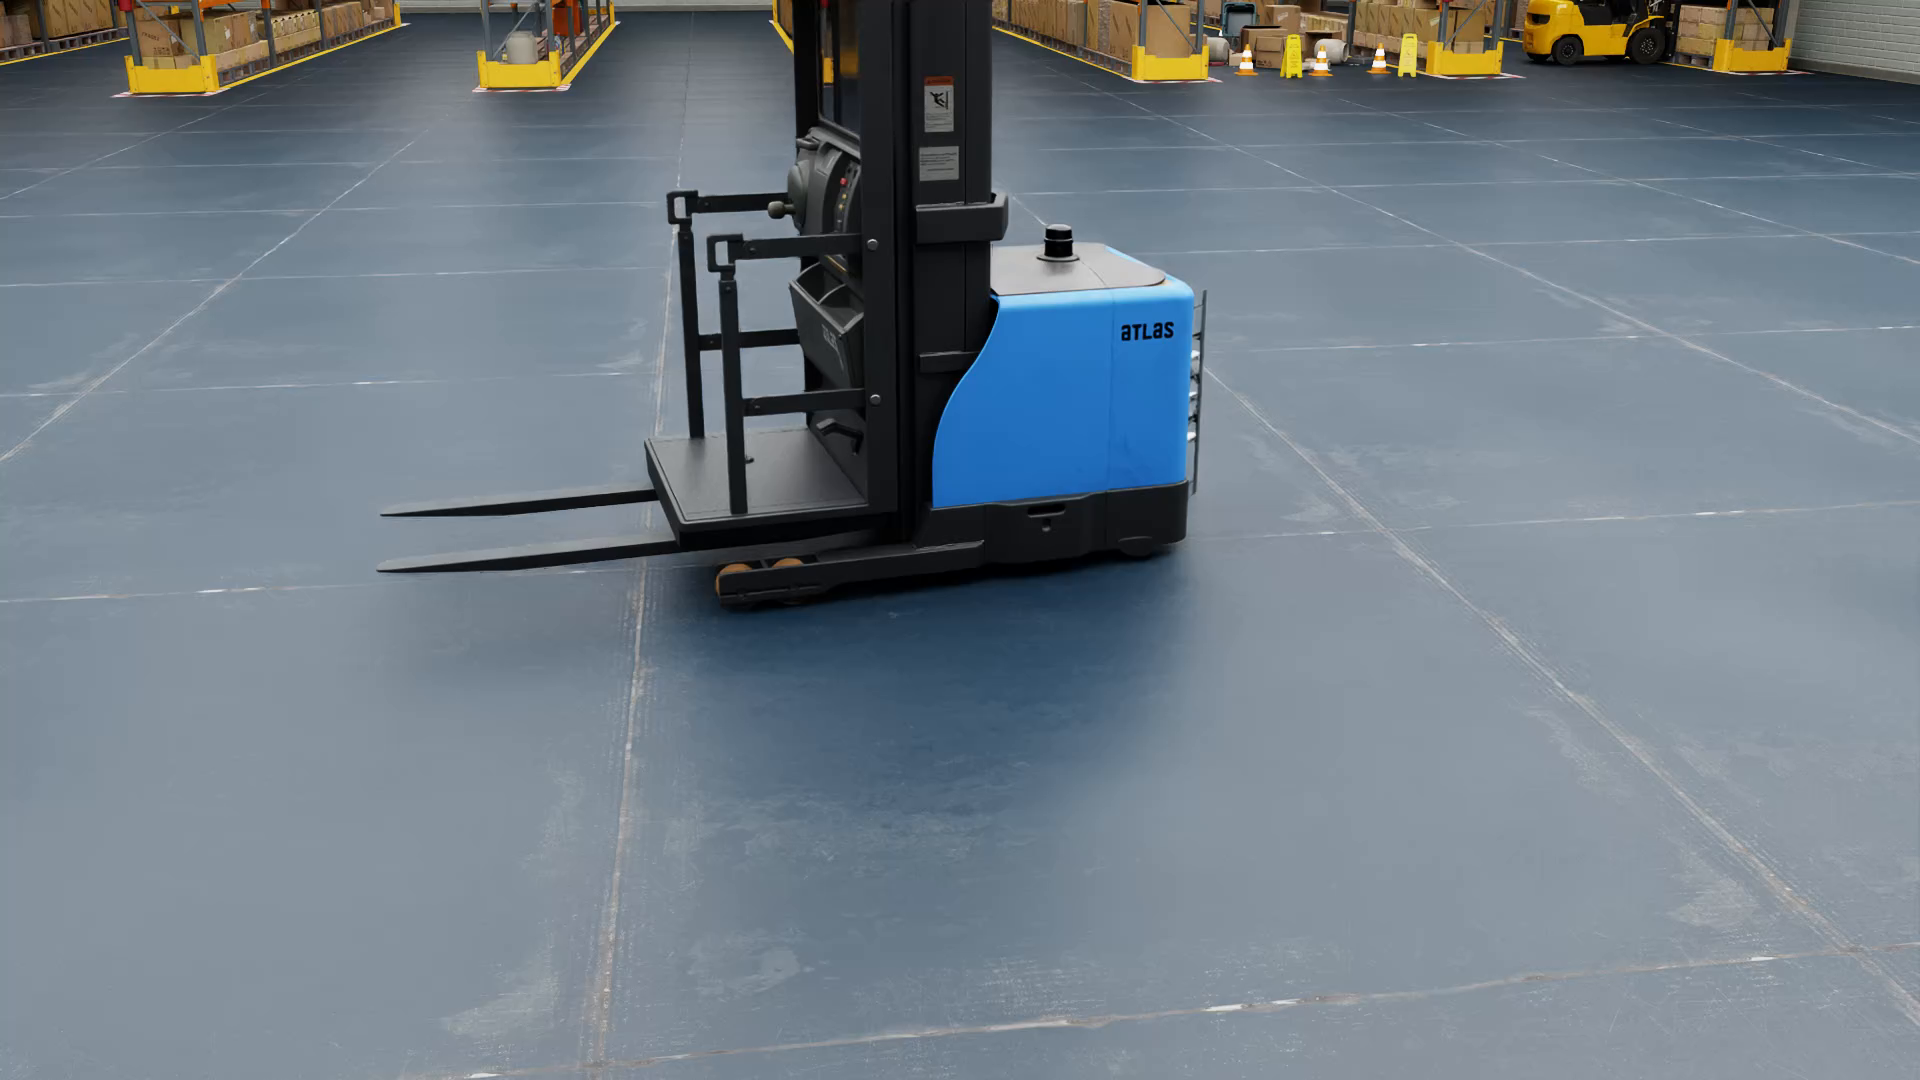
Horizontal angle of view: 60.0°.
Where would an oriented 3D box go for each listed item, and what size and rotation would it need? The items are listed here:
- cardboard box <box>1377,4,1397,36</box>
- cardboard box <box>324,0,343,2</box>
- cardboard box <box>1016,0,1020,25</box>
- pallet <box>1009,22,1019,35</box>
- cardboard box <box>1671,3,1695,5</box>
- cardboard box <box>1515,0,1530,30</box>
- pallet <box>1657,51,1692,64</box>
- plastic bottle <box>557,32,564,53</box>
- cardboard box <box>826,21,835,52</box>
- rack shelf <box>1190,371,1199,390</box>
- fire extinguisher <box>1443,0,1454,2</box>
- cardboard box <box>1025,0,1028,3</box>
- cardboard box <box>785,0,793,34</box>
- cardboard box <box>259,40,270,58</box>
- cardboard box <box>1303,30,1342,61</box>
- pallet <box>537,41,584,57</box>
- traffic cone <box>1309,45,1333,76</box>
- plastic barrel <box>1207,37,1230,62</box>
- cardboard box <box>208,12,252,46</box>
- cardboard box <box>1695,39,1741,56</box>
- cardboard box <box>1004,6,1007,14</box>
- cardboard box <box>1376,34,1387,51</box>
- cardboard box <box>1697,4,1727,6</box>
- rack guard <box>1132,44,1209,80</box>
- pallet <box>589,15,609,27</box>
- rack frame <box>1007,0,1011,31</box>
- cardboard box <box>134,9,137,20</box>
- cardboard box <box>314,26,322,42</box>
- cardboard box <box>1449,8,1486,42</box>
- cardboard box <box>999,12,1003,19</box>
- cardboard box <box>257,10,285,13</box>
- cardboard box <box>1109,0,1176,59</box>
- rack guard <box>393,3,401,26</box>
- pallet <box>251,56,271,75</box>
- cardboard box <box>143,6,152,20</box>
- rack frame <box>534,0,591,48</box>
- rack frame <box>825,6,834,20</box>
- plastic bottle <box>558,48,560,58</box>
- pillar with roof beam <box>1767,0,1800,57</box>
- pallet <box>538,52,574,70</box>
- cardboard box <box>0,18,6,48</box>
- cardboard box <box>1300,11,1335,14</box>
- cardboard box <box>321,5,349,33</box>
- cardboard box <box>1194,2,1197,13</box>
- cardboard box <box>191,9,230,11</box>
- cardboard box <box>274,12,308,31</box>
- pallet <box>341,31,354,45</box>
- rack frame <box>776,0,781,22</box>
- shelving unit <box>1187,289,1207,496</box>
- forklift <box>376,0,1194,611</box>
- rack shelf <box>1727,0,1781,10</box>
[{"bbox_3d":[7.577,-9.014,28.822,0.500,0.500,0.500,-2,21,-5],"label":"cardboard box"},{"bbox_3d":[-13.528,-11.327,35.699,0.500,0.500,0.500,-3,21,-8],"label":"cardboard box"},{"bbox_3d":[1.483,-11.395,35.912,0.500,0.500,0.500,-2,21,-5],"label":"cardboard box"},{"bbox_3d":[1.674,-11.246,36.525,1.003,0.211,1.213,-3,21,-8],"label":"pallet"},{"bbox_3d":[12.483,-9.251,29.098,0.500,0.250,0.500,-3,21,-9],"label":"cardboard box"},{"bbox_3d":[12.009,-10.841,34.249,0.875,0.625,0.625,-2,21,-6],"label":"cardboard box"},{"bbox_3d":[12.761,-8.581,29.390,1.003,0.211,1.213,-3,21,-8],"label":"pallet"},{"bbox_3d":[-6.732,-8.344,27.926,0.144,0.351,0.185,-3,21,-9],"label":"plastic bottle"},{"bbox_3d":[-2.101,-8.524,28.225,0.500,0.500,0.500,4,21,9],"label":"cardboard box"},{"bbox_3d":[0.873,-0.670,7.063,0.200,0.077,0.258,17,27,39],"label":"rack shelf"},{"bbox_3d":[7.735,-8.853,26.242,0.296,0.674,0.183,-3,21,-8],"label":"fire extinguisher"},{"bbox_3d":[1.638,-11.389,34.822,0.500,0.250,0.500,-2,21,-6],"label":"cardboard box"},{"bbox_3d":[-2.864,-10.663,33.416,1.225,0.875,0.875,-4,21,-10],"label":"cardboard box"},{"bbox_3d":[-11.729,-8.098,27.440,0.500,0.250,0.500,-3,21,-8],"label":"cardboard box"},{"bbox_3d":[6.406,-8.727,29.365,0.500,0.500,0.500,12,24,29],"label":"cardboard box"},{"bbox_3d":[-7.441,-8.974,30.442,1.003,0.211,1.213,-3,21,-8],"label":"pallet"},{"bbox_3d":[5.786,-7.674,26.600,0.336,0.463,0.334,-3,21,-8],"label":"traffic cone"},{"bbox_3d":[4.395,-8.530,28.949,0.512,0.421,0.421,12,24,30],"label":"plastic barrel"},{"bbox_3d":[-11.593,-8.102,26.380,0.500,0.500,0.500,-3,21,-8],"label":"cardboard box"},{"bbox_3d":[12.705,-8.259,27.871,0.500,0.250,0.500,-3,21,-7],"label":"cardboard box"},{"bbox_3d":[1.201,-11.916,37.381,0.380,0.149,0.250,-3,21,-7],"label":"cardboard box"},{"bbox_3d":[7.583,-8.660,28.944,0.500,0.250,0.500,-3,21,-8],"label":"cardboard box"},{"bbox_3d":[13.066,-9.103,28.702,0.500,0.250,0.500,-3,21,-8],"label":"cardboard box"},{"bbox_3d":[3.294,-7.488,26.050,1.175,0.500,0.348,-3,21,-8],"label":"rack guard"},{"bbox_3d":[-8.759,-12.148,38.940,1.003,0.211,1.213,-3,21,-8],"label":"pallet"},{"bbox_3d":[1.561,-12.822,36.759,1.000,3.000,0.127,-3,21,-8],"label":"rack frame"},{"bbox_3d":[-18.142,-11.321,35.713,0.700,0.500,0.500,-3,21,-8],"label":"cardboard box"},{"bbox_3d":[-12.272,-9.462,31.093,0.500,0.250,0.500,-2,21,-6],"label":"cardboard box"},{"bbox_3d":[8.328,-8.513,27.480,0.500,0.500,0.500,-4,21,-10],"label":"cardboard box"},{"bbox_3d":[1.110,-11.984,37.990,0.380,0.149,0.250,-4,21,-10],"label":"cardboard box"},{"bbox_3d":[-12.804,-9.699,30.925,0.500,0.311,0.500,-2,21,-6],"label":"cardboard box"},{"bbox_3d":[2.998,-8.405,27.368,0.875,0.875,0.875,-3,21,-9],"label":"cardboard box"},{"bbox_3d":[-13.731,-12.296,38.924,1.175,0.500,0.348,-3,21,-8],"label":"rack guard"},{"bbox_3d":[-11.939,-7.755,27.178,1.003,0.211,1.213,-3,21,-8],"label":"pallet"},{"bbox_3d":[-18.298,-11.683,36.683,0.700,0.500,0.500,-4,21,-10],"label":"cardboard box"},{"bbox_3d":[-7.687,-10.972,31.806,1.000,3.000,0.127,-3,21,-8],"label":"rack frame"},{"bbox_3d":[-2.209,-9.837,28.767,1.000,3.000,0.127,-3,21,-8],"label":"rack frame"},{"bbox_3d":[-6.565,-7.929,27.028,0.097,0.201,0.097,0,20,0],"label":"plastic bottle"},{"bbox_3d":[9.617,-12.083,26.207,9.100,9.000,0.400,-3,21,-8],"label":"pillar with roof beam"},{"bbox_3d":[-7.055,-8.046,27.958,1.003,0.211,1.213,-3,21,-8],"label":"pallet"},{"bbox_3d":[-17.276,-8.906,29.218,0.700,0.500,0.500,-3,21,-8],"label":"cardboard box"},{"bbox_3d":[7.093,-10.491,33.674,0.950,0.372,0.625,-4,21,-11],"label":"cardboard box"},{"bbox_3d":[-12.600,-10.466,33.395,0.500,0.500,0.500,-4,21,-10],"label":"cardboard box"},{"bbox_3d":[6.202,-12.948,40.158,0.875,0.438,0.875,-2,21,-6],"label":"cardboard box"},{"bbox_3d":[-12.255,-8.422,27.237,0.500,0.500,0.500,-3,21,-8],"label":"cardboard box"},{"bbox_3d":[-12.118,-9.371,30.049,0.500,0.311,0.500,-3,21,-8],"label":"cardboard box"},{"bbox_3d":[-12.832,-10.099,33.454,1.003,0.211,1.213,-3,21,-8],"label":"pallet"},{"bbox_3d":[-3.939,-13.992,39.891,1.000,3.000,0.127,-3,21,-8],"label":"rack frame"},{"bbox_3d":[0.873,-0.617,7.083,0.210,0.900,0.258,17,27,39],"label":"shelving unit"},{"bbox_3d":[-0.682,-1.324,6.071,3.031,2.935,1.130,-6,21,-16],"label":"forklift"},{"bbox_3d":[12.797,-9.559,29.051,1.077,0.370,4.000,-3,21,-8],"label":"rack shelf"}]
